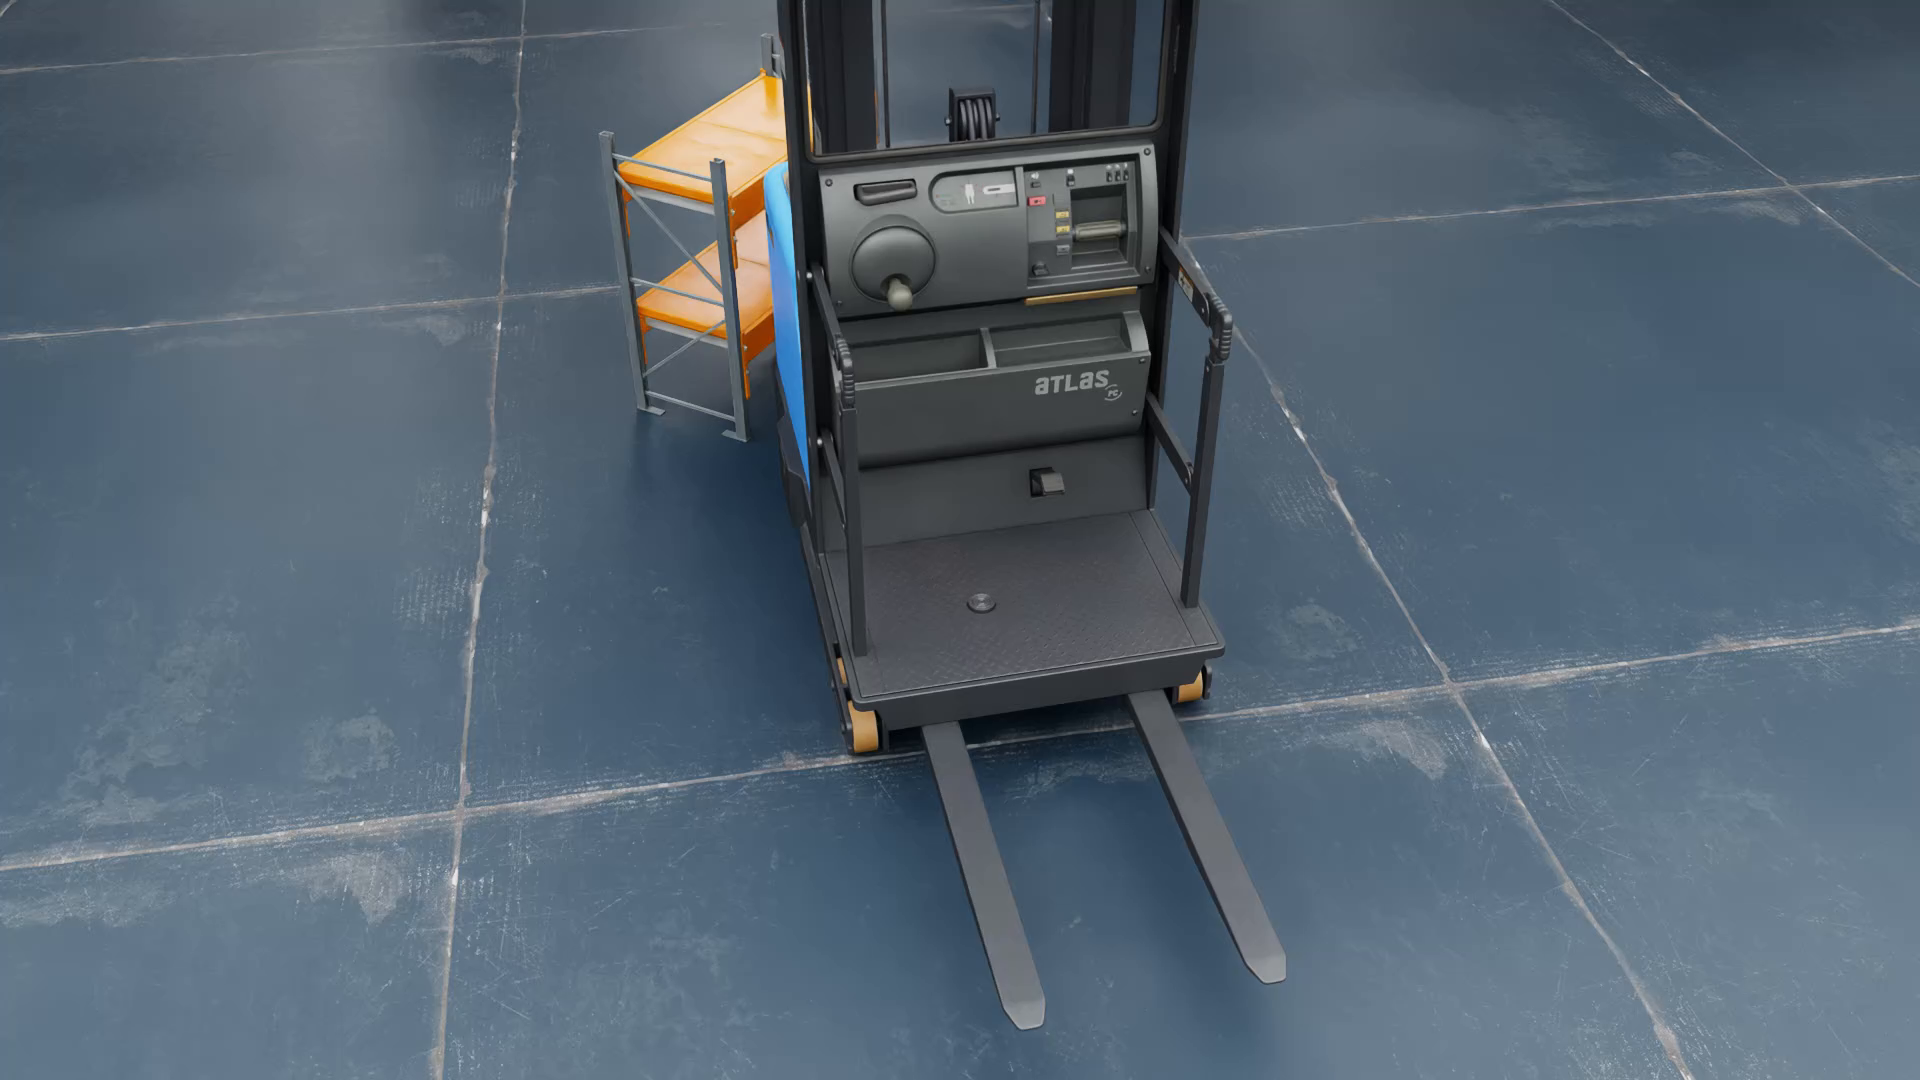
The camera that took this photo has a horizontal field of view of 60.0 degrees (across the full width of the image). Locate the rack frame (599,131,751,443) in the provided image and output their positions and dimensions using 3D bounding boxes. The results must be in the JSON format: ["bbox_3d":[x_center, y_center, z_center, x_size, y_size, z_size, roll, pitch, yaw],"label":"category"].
[{"bbox_3d":[-1.013,-0.888,5.976,0.500,1.125,0.032,18,41,21],"label":"rack frame"}]

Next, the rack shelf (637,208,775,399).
[{"bbox_3d":[-0.778,-0.971,6.481,0.538,0.278,1.000,18,41,21],"label":"rack shelf"}]

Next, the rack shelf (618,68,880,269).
[{"bbox_3d":[-0.778,-1.395,6.152,0.538,0.278,1.000,18,41,21],"label":"rack shelf"}]

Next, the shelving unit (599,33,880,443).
[{"bbox_3d":[-0.778,-1.164,6.331,0.538,1.125,1.048,18,41,21],"label":"shelving unit"}]

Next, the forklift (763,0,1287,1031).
[{"bbox_3d":[0.136,-0.781,4.366,1.130,2.935,3.031,-8,39,-10],"label":"forklift"}]

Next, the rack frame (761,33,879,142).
[{"bbox_3d":[-0.542,-1.440,6.687,0.500,1.125,0.032,18,41,21],"label":"rack frame"}]
